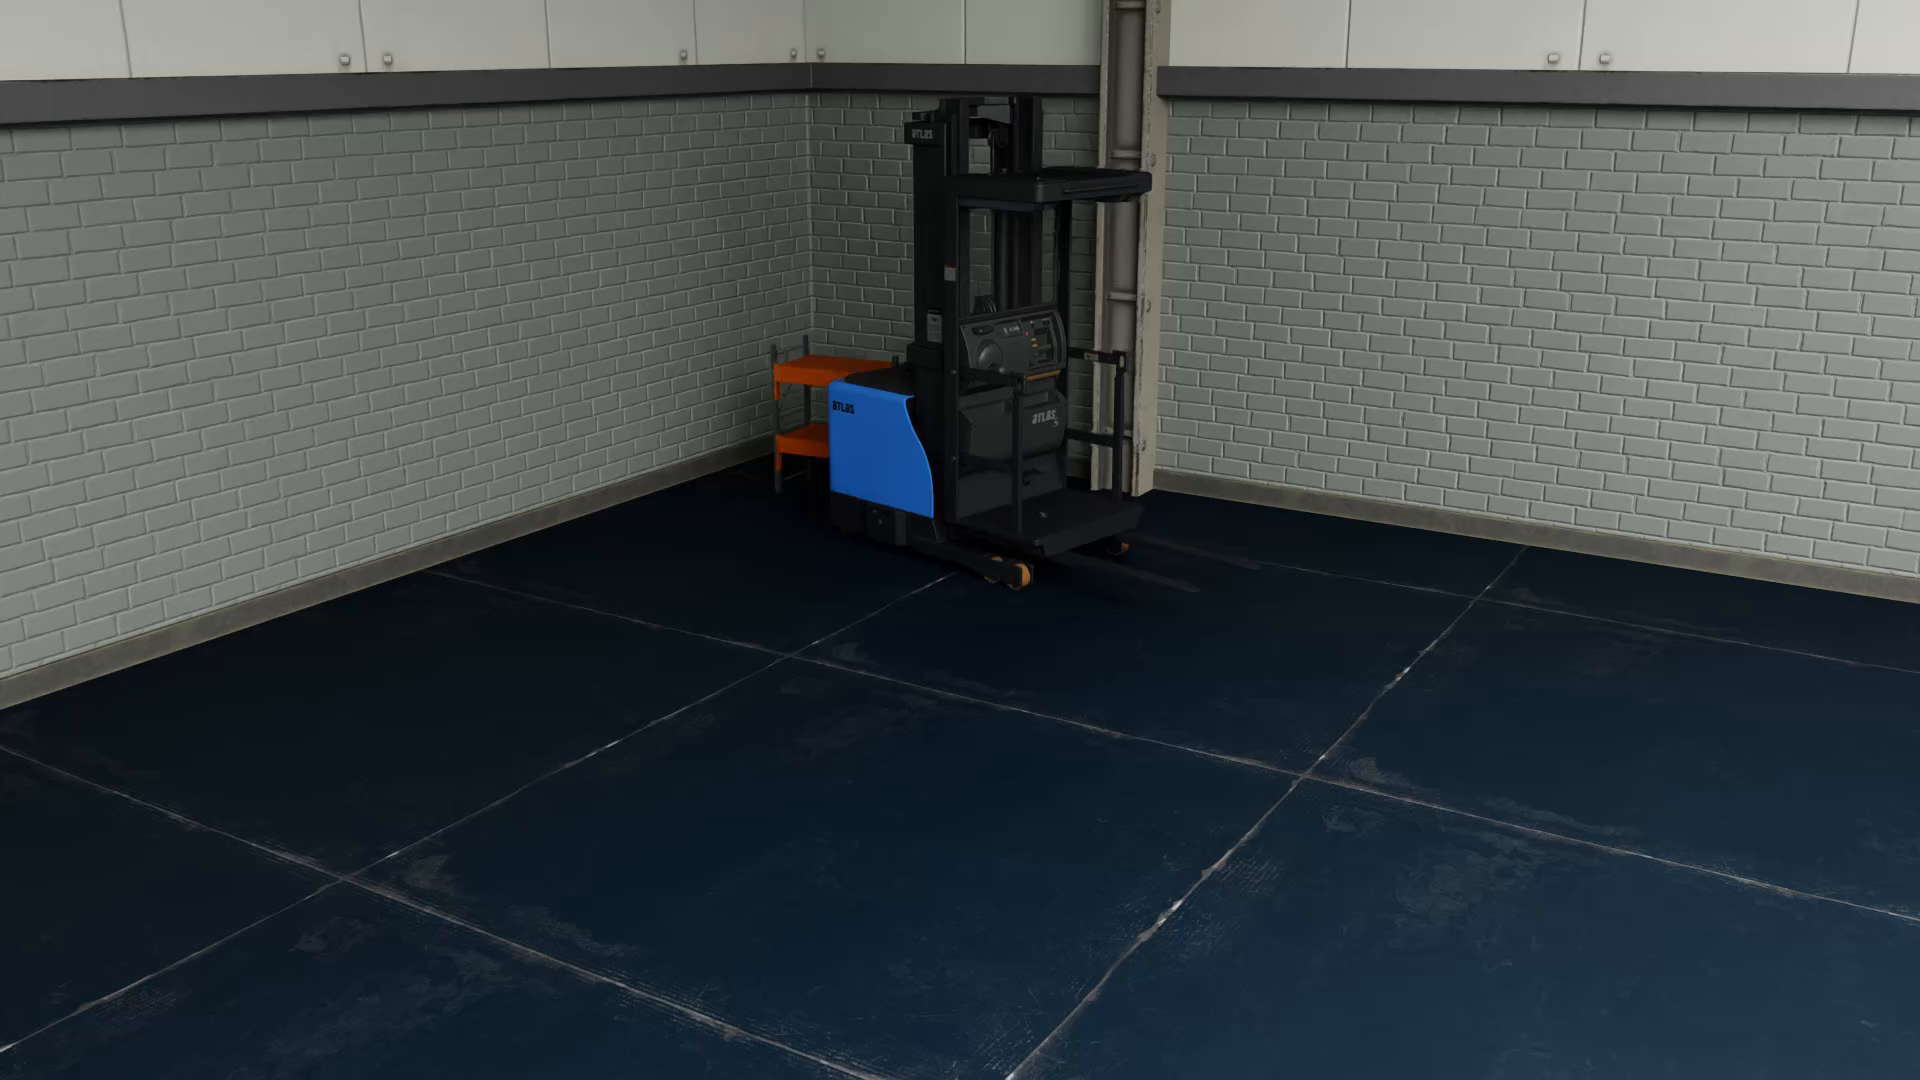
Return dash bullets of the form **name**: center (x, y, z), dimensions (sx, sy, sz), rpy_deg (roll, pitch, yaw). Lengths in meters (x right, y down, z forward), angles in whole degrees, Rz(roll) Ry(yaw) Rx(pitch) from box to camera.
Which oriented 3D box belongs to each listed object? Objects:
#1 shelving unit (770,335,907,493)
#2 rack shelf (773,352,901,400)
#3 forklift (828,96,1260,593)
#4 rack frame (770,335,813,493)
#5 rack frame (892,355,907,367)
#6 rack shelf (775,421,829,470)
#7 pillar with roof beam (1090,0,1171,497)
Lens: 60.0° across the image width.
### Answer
- **shelving unit**: center (-0.815, -0.894, 12.389), dimensions (1.048, 1.125, 0.538), rpy_deg (8, 19, 25)
- **rack shelf**: center (-0.815, -1.174, 12.304), dimensions (1.000, 0.278, 0.538), rpy_deg (8, 19, 25)
- **forklift**: center (0.499, -1.263, 10.498), dimensions (3.031, 2.935, 1.130), rpy_deg (16, 23, 41)
- **rack frame**: center (-1.272, -0.959, 12.603), dimensions (0.032, 1.125, 0.500), rpy_deg (8, 19, 25)
- **rack frame**: center (-0.358, -0.829, 12.176), dimensions (0.032, 1.125, 0.500), rpy_deg (8, 19, 25)
- **rack shelf**: center (-0.815, -0.660, 12.460), dimensions (1.000, 0.278, 0.538), rpy_deg (8, 19, 25)
- **pillar with roof beam**: center (-1.017, -3.630, 7.849), dimensions (0.400, 9.000, 9.100), rpy_deg (10, 20, 30)
